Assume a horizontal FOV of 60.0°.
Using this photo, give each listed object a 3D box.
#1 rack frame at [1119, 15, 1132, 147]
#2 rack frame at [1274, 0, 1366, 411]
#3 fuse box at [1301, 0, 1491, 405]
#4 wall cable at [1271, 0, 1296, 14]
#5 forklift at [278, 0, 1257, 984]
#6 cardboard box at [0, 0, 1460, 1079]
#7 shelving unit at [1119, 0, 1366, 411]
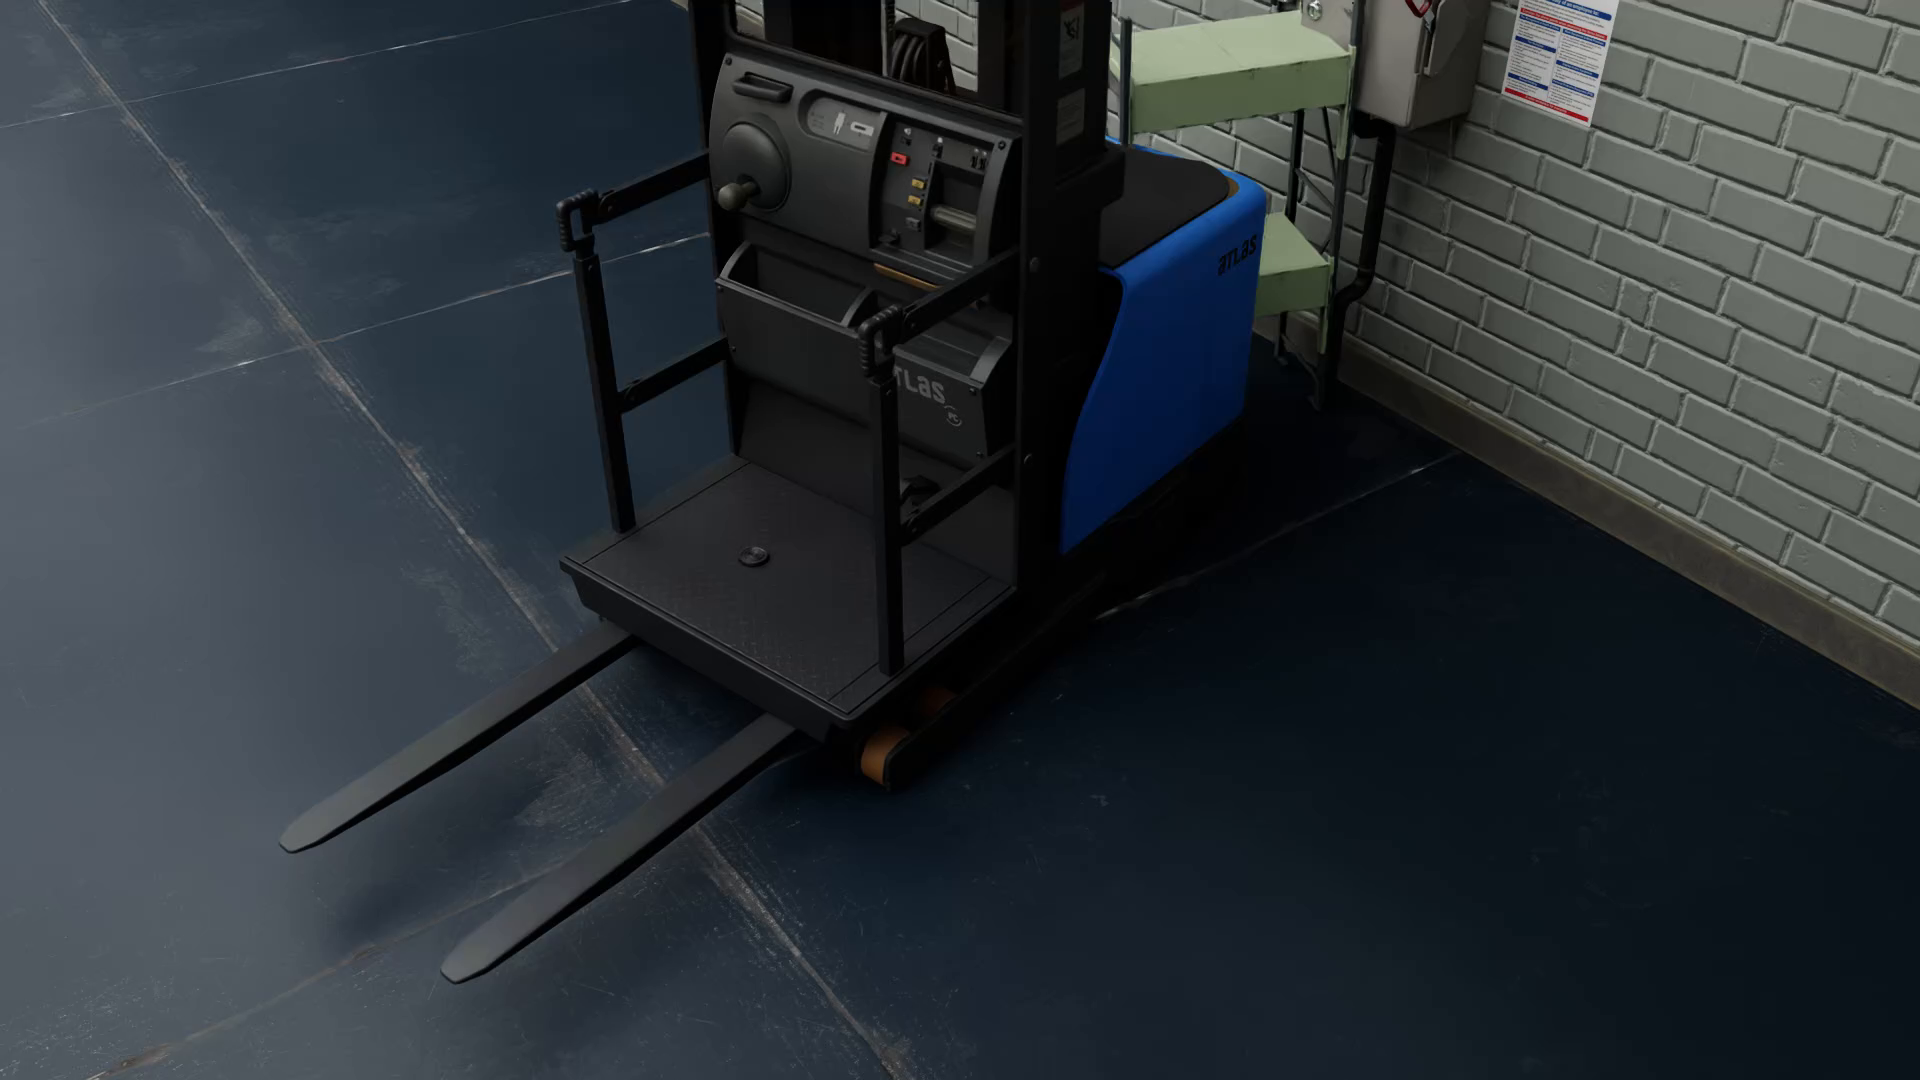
[{"bbox_3d":[0.478,-1.036,5.446,0.023,1.500,0.400,-10,38,-9],"label":"rack frame"},{"bbox_3d":[1.189,-1.166,5.561,0.023,1.500,0.400,-10,38,-9],"label":"rack frame"},{"bbox_3d":[1.294,-1.168,5.408,0.414,1.711,0.539,-22,41,-28],"label":"fuse box"},{"bbox_3d":[1.030,-2.482,5.262,0.122,1.984,0.588,-22,41,-28],"label":"wall cable"},{"bbox_3d":[-0.429,-0.818,3.953,1.107,2.843,2.937,25,43,30],"label":"forklift"},{"bbox_3d":[-5.440,-0.091,4.049,13.522,1.550,6.103,-23,42,-29],"label":"cardboard box"},{"bbox_3d":[0.834,-1.101,5.504,0.755,1.500,0.400,-10,38,-9],"label":"shelving unit"}]
